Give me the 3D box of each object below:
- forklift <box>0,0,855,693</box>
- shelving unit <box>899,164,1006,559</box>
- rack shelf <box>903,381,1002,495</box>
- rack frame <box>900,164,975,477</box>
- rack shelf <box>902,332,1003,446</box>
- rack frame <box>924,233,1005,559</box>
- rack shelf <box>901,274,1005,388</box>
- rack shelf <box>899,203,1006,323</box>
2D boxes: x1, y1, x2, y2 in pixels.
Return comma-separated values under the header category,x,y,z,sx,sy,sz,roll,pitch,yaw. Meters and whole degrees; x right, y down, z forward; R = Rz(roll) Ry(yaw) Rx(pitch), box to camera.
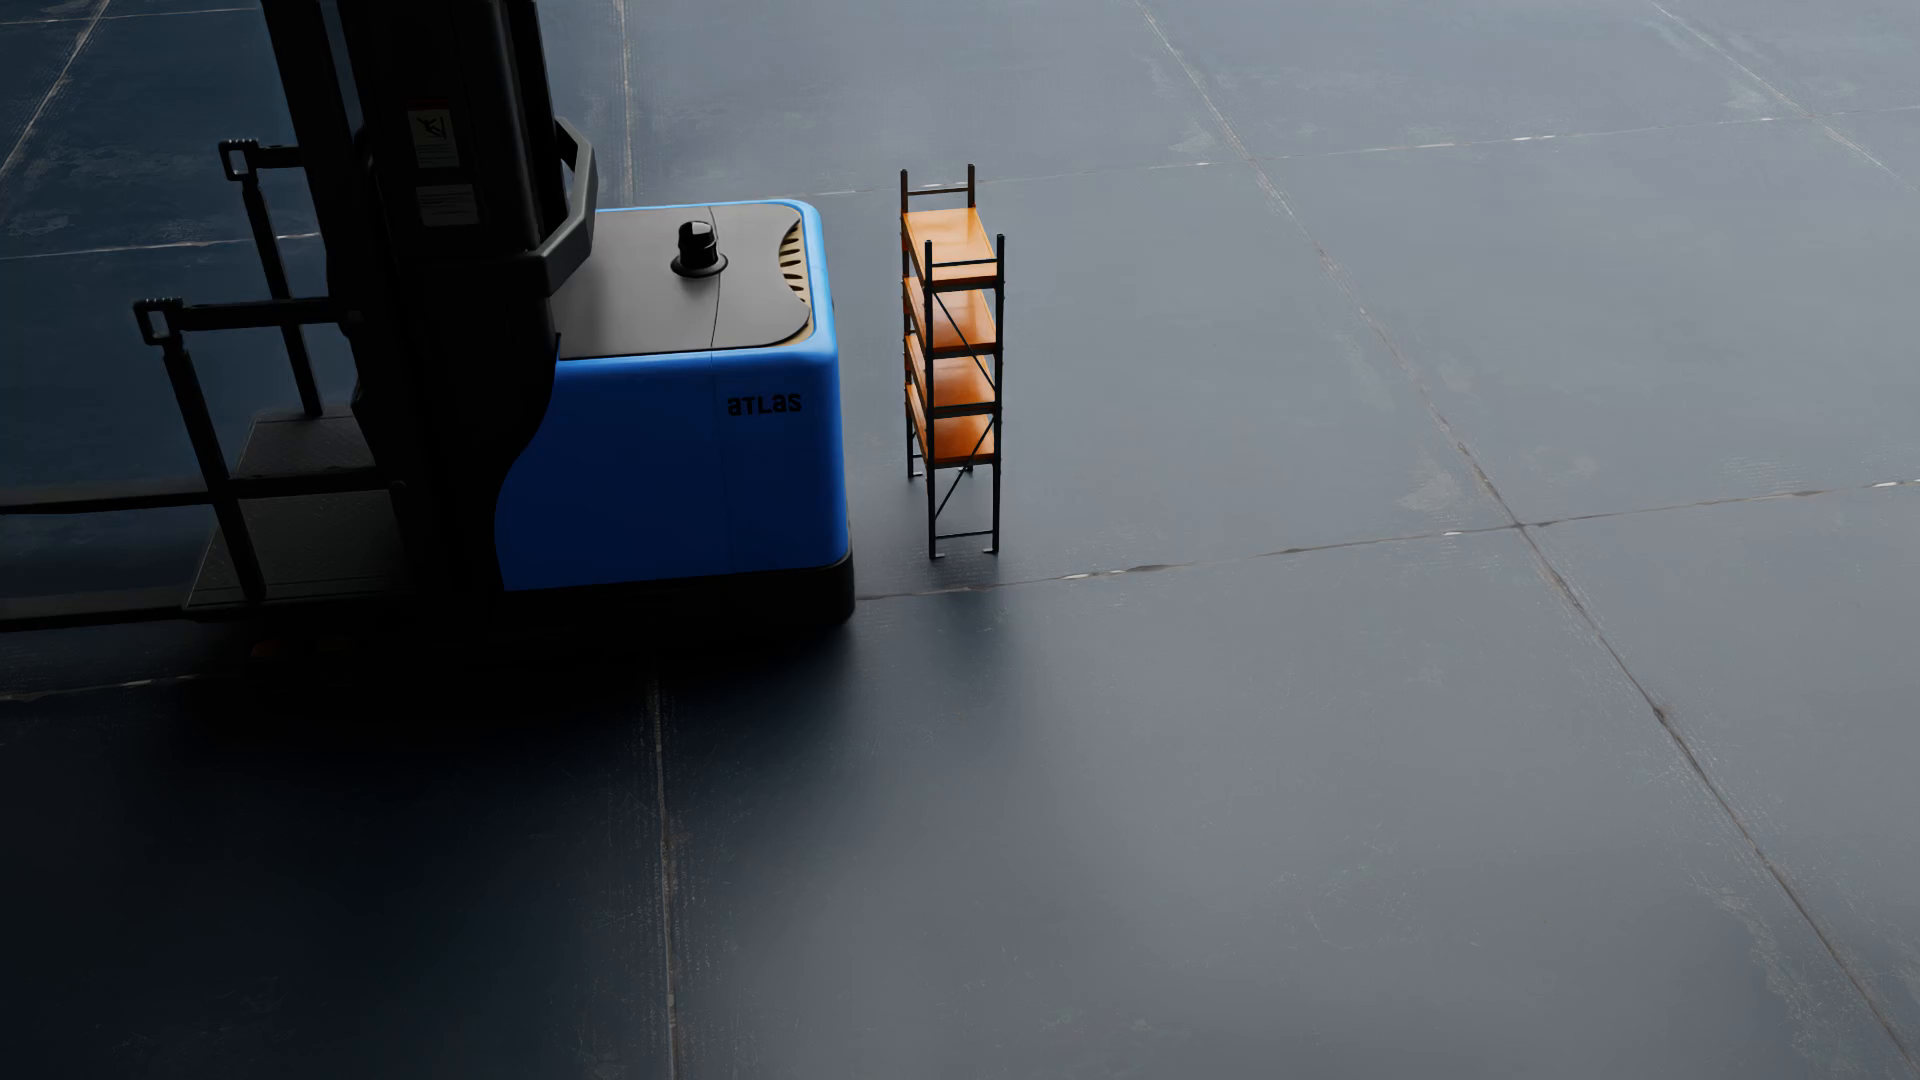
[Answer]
category,x,y,z,sx,sy,sz,roll,pitch,yaw
forklift,-1.894,-1.031,4.688,3.031,2.935,1.130,-4,38,-6
shelving unit,-0.029,-0.574,5.511,0.258,1.200,0.503,-6,38,-8
rack shelf,-0.029,-0.364,5.674,0.258,0.148,0.480,-6,38,-8
rack frame,-0.072,-0.721,5.700,0.240,1.200,0.015,-6,38,-8
rack shelf,-0.029,-0.521,5.552,0.258,0.148,0.480,-6,38,-8
rack frame,0.014,-0.426,5.321,0.240,1.200,0.015,-6,38,-8
rack shelf,-0.029,-0.697,5.415,0.258,0.148,0.480,-6,38,-8
rack shelf,-0.029,-0.884,5.270,0.258,0.148,0.480,-6,38,-8
